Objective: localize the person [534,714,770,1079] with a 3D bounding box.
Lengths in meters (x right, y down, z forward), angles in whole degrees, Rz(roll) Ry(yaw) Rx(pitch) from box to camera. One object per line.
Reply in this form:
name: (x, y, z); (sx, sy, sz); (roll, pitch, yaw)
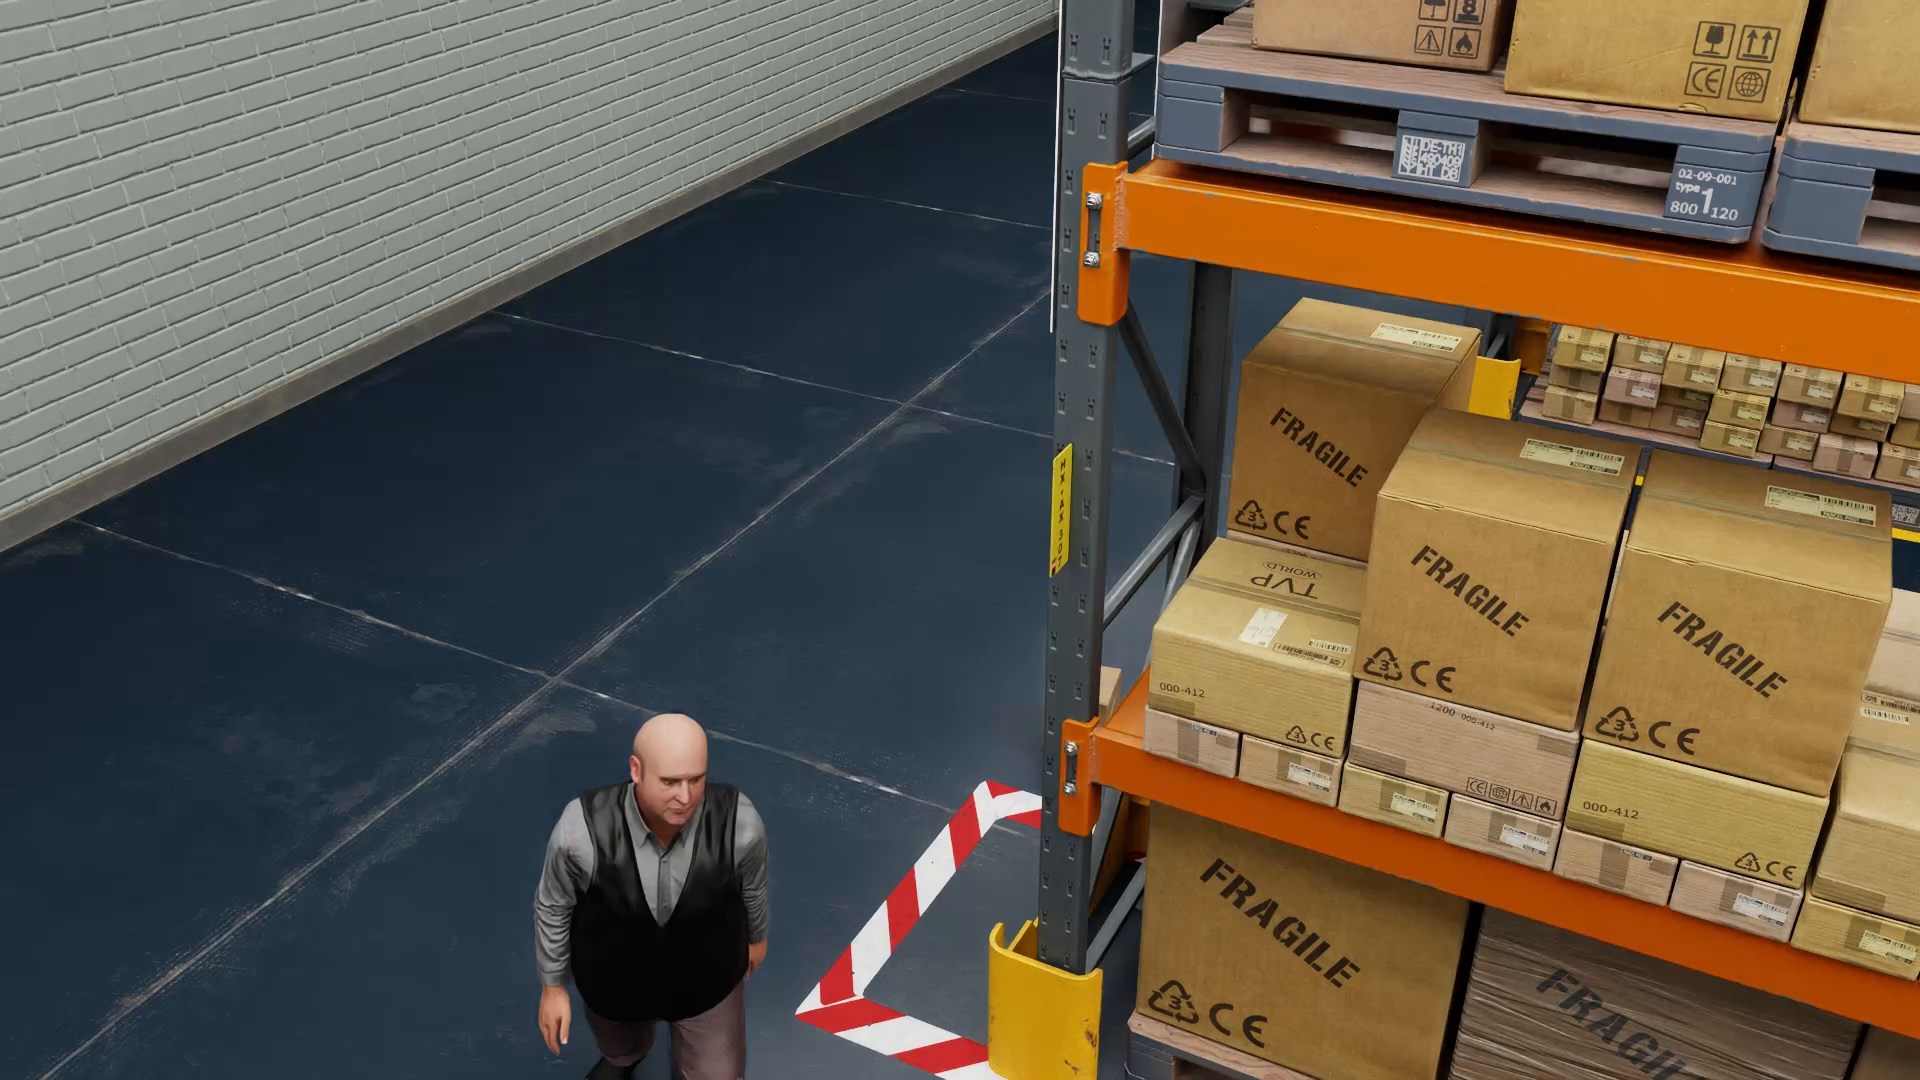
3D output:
person: (-0.787, 1.096, 4.284); (0.626, 1.671, 0.964); (-2, 30, -4)
